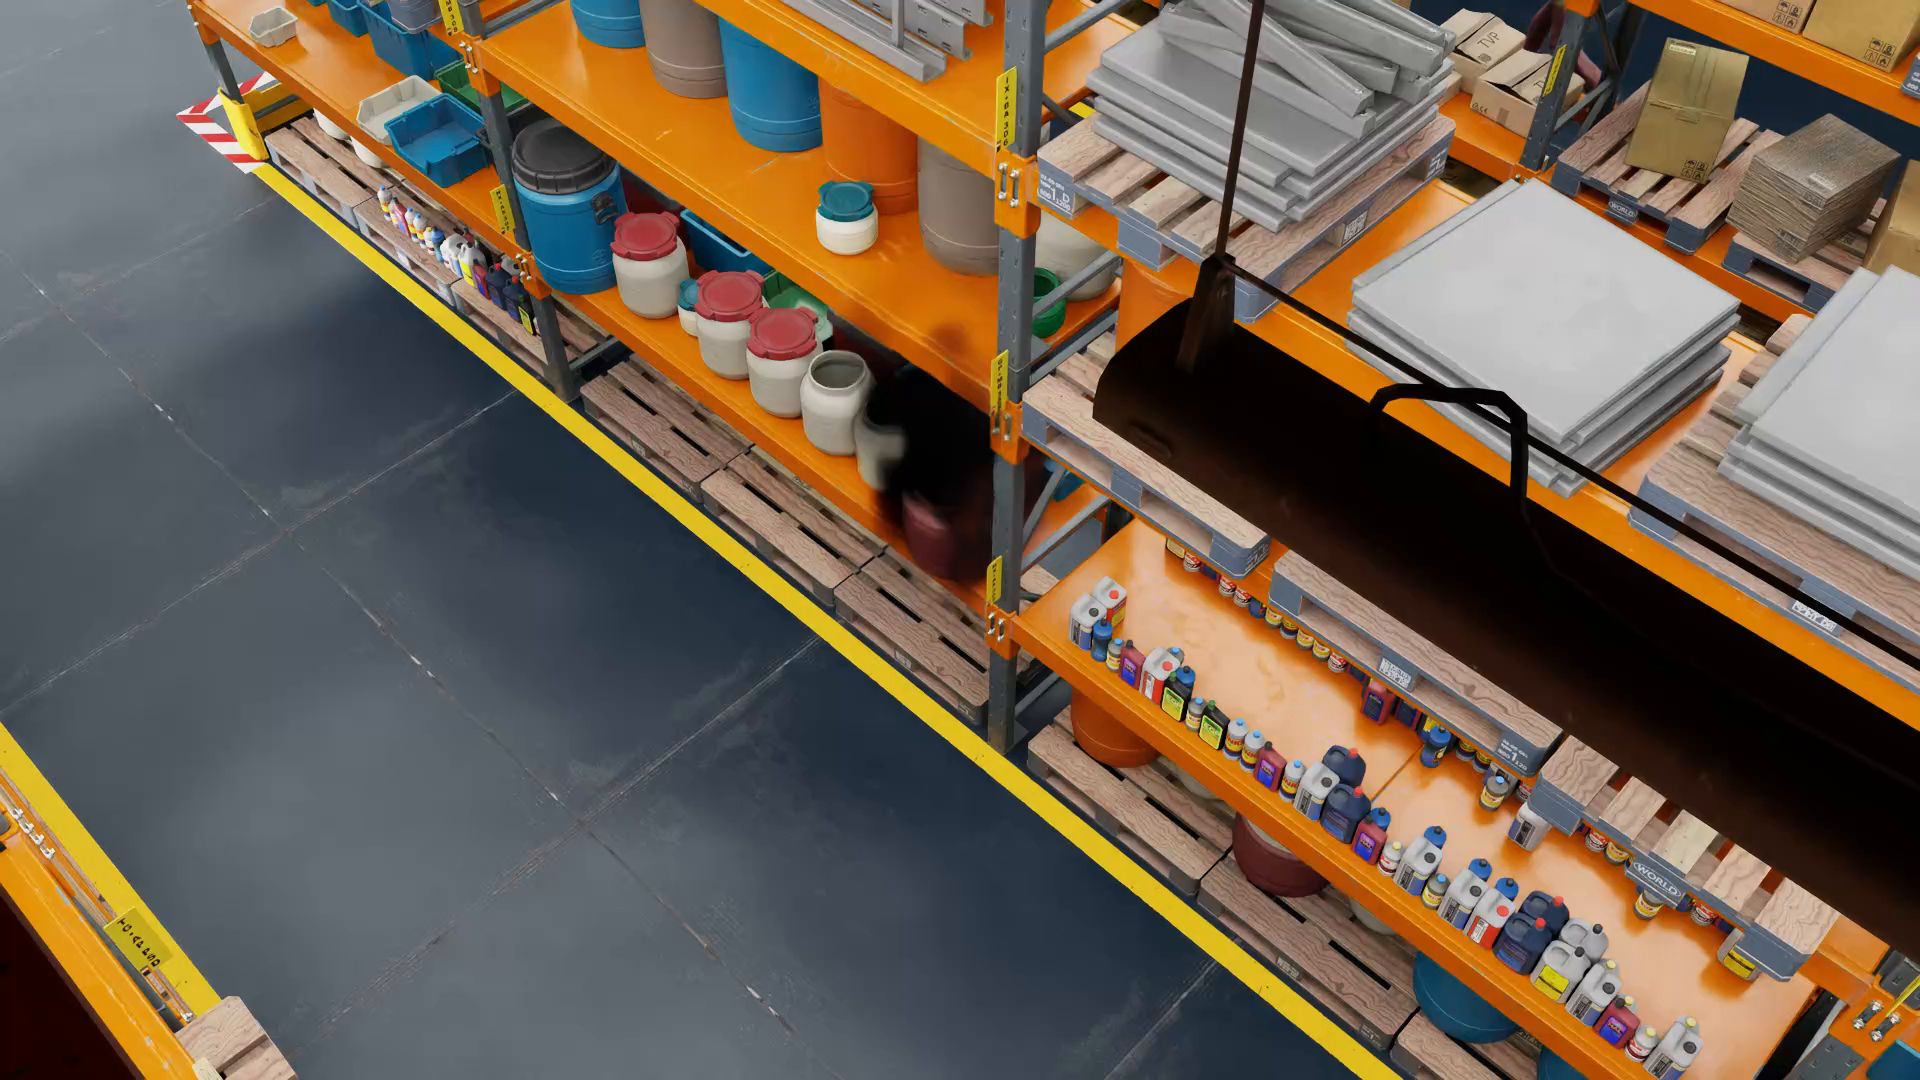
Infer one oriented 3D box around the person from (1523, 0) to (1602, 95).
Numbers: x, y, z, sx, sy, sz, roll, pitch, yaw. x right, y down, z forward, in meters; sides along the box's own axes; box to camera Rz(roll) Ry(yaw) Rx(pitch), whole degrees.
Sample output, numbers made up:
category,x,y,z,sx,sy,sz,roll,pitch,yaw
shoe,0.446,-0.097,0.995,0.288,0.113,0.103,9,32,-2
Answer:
category,x,y,z,sx,sy,sz,roll,pitch,yaw
person,4.700,-4.118,12.759,1.008,1.664,0.599,36,59,26
